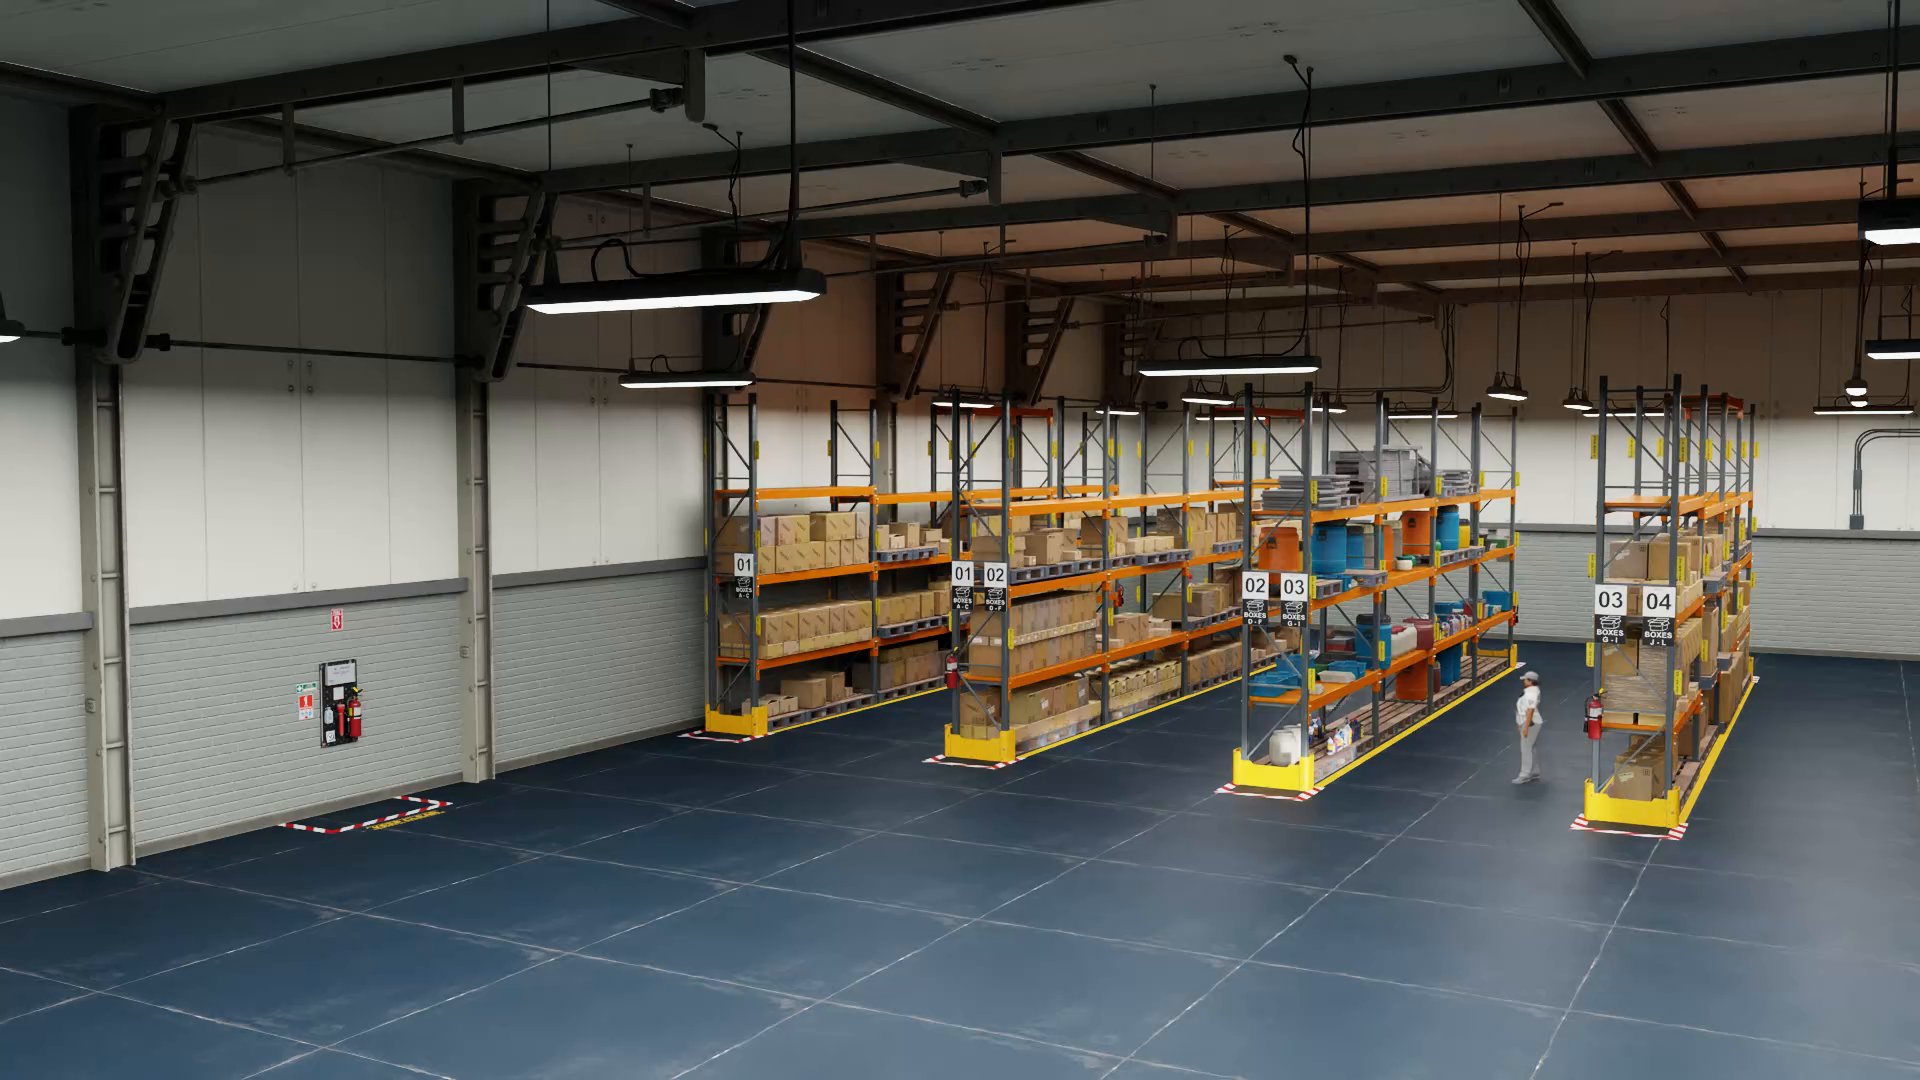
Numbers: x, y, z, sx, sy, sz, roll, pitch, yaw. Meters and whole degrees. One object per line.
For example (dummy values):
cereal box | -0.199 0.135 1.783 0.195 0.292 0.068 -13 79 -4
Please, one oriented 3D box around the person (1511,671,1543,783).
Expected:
person | 8.566 2.825 25.153 0.503 1.684 0.490 0 3 4

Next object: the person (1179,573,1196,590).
person | 5.968 1.751 43.570 0.595 1.797 0.452 0 3 6

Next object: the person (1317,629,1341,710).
person | 7.008 2.486 32.018 0.547 1.545 0.955 -2 4 -38
